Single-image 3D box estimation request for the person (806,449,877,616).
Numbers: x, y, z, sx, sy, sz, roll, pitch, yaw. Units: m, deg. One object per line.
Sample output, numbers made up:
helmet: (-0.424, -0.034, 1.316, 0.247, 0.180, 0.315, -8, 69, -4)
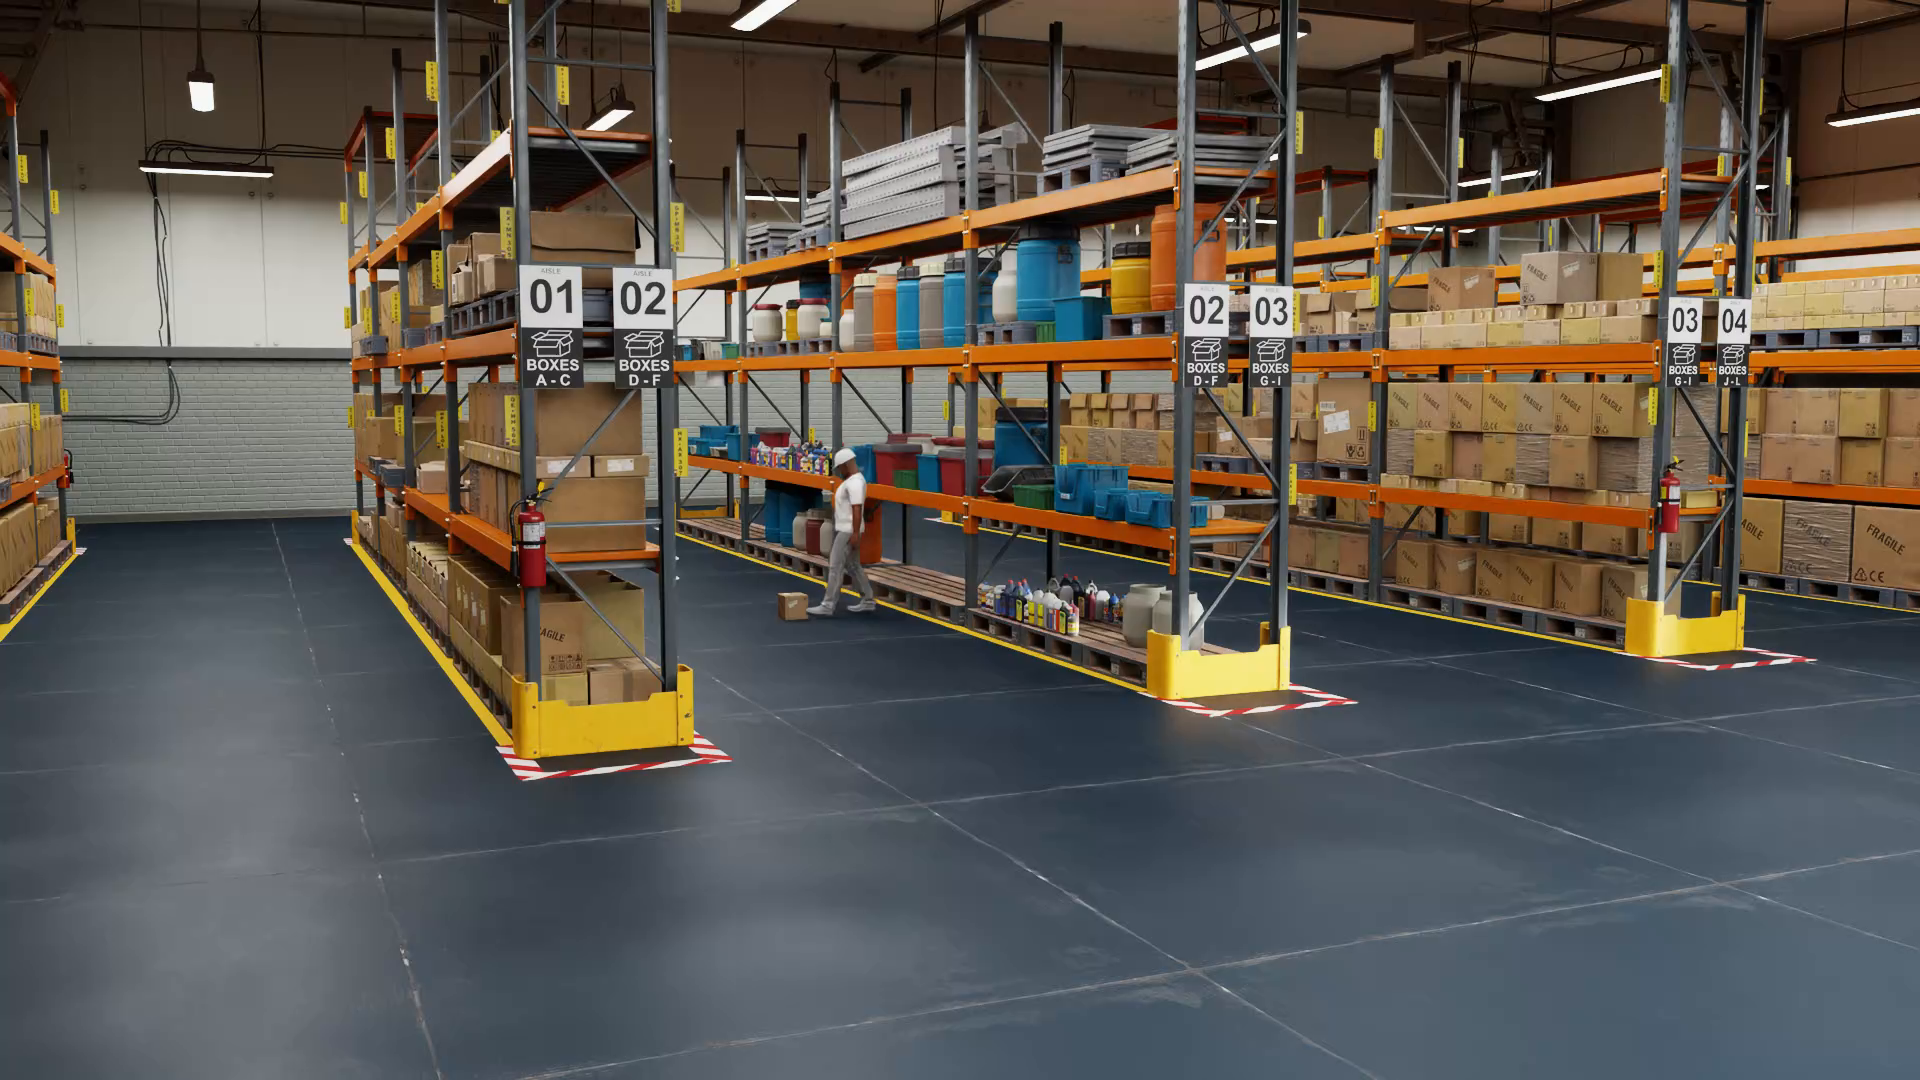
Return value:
person: (-1.254, -0.085, 17.469, 0.761, 1.740, 0.628, 0, 5, -5)
